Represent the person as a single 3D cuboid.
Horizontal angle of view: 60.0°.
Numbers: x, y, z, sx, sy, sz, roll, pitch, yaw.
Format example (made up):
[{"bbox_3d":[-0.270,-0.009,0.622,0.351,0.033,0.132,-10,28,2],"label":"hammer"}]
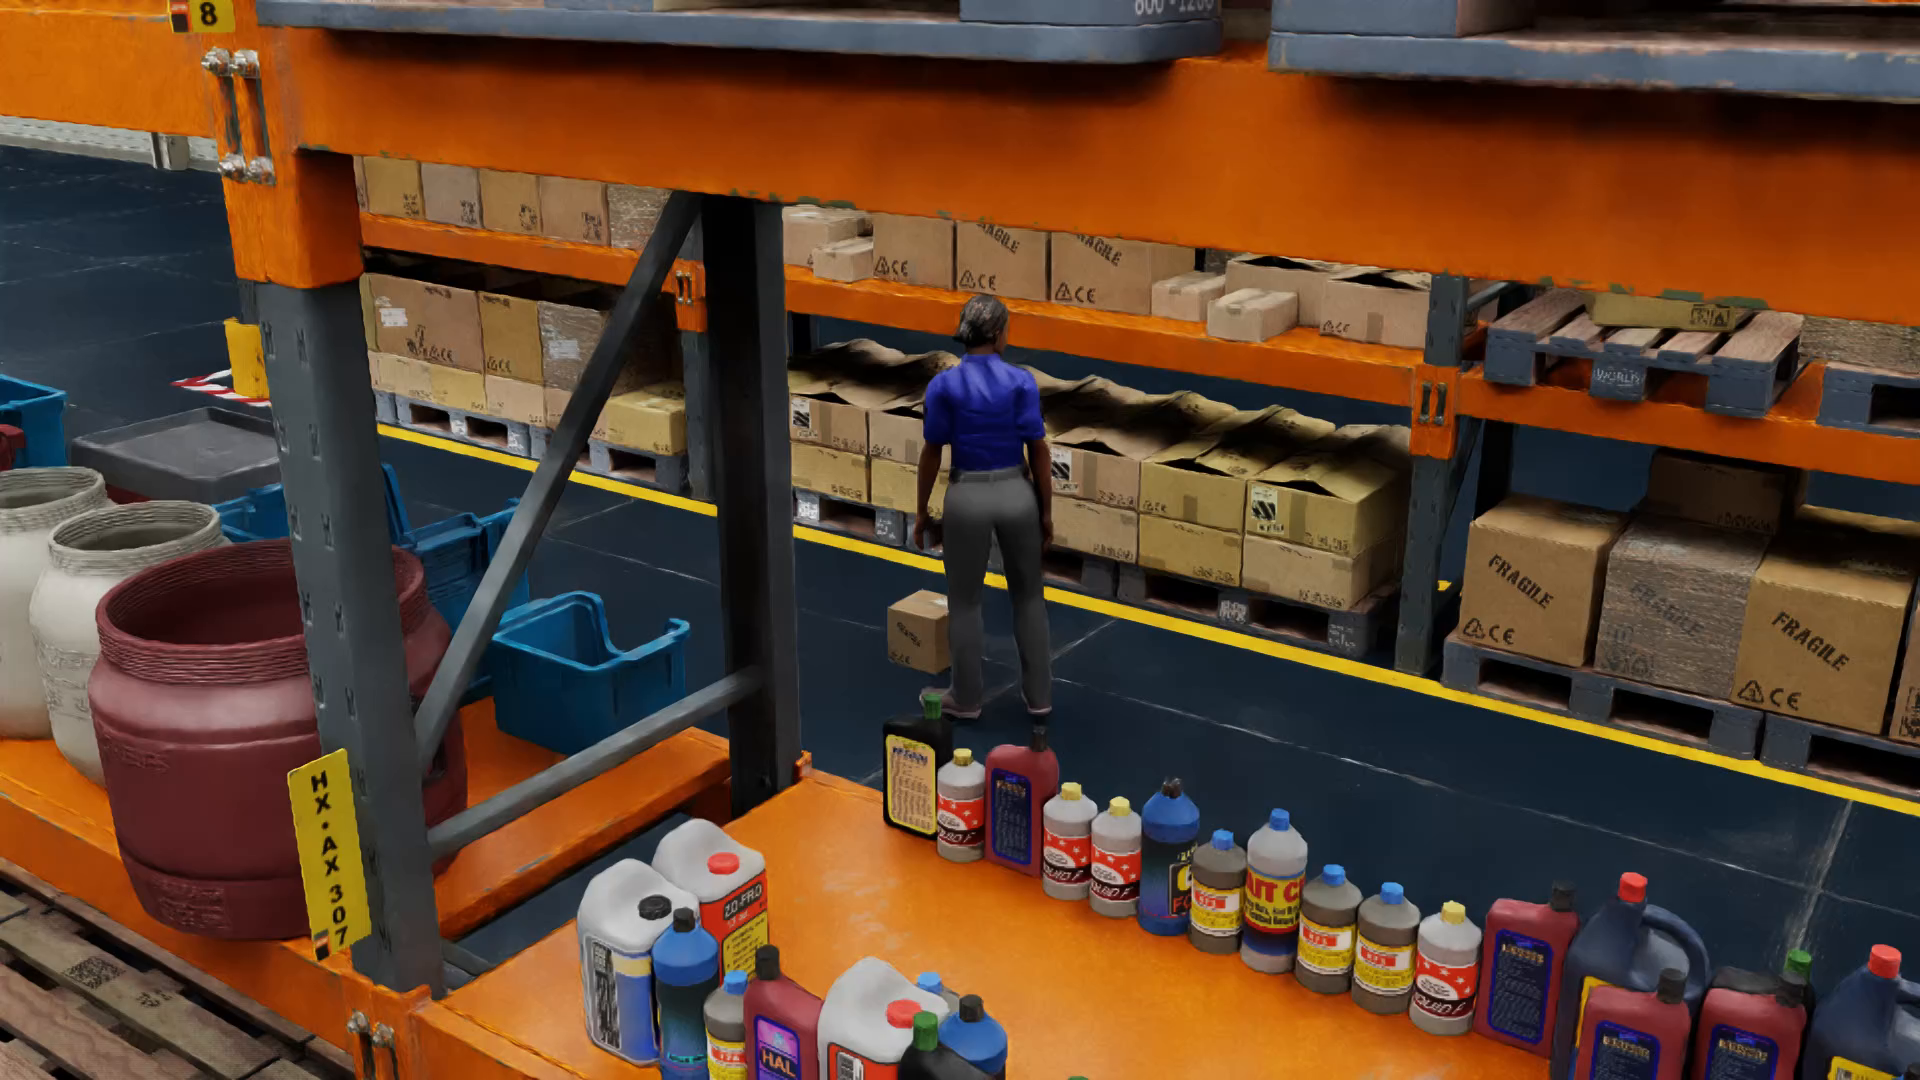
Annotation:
[{"bbox_3d":[0.098,-0.107,6.295,0.549,1.663,0.319,-2,20,-4],"label":"person"}]
